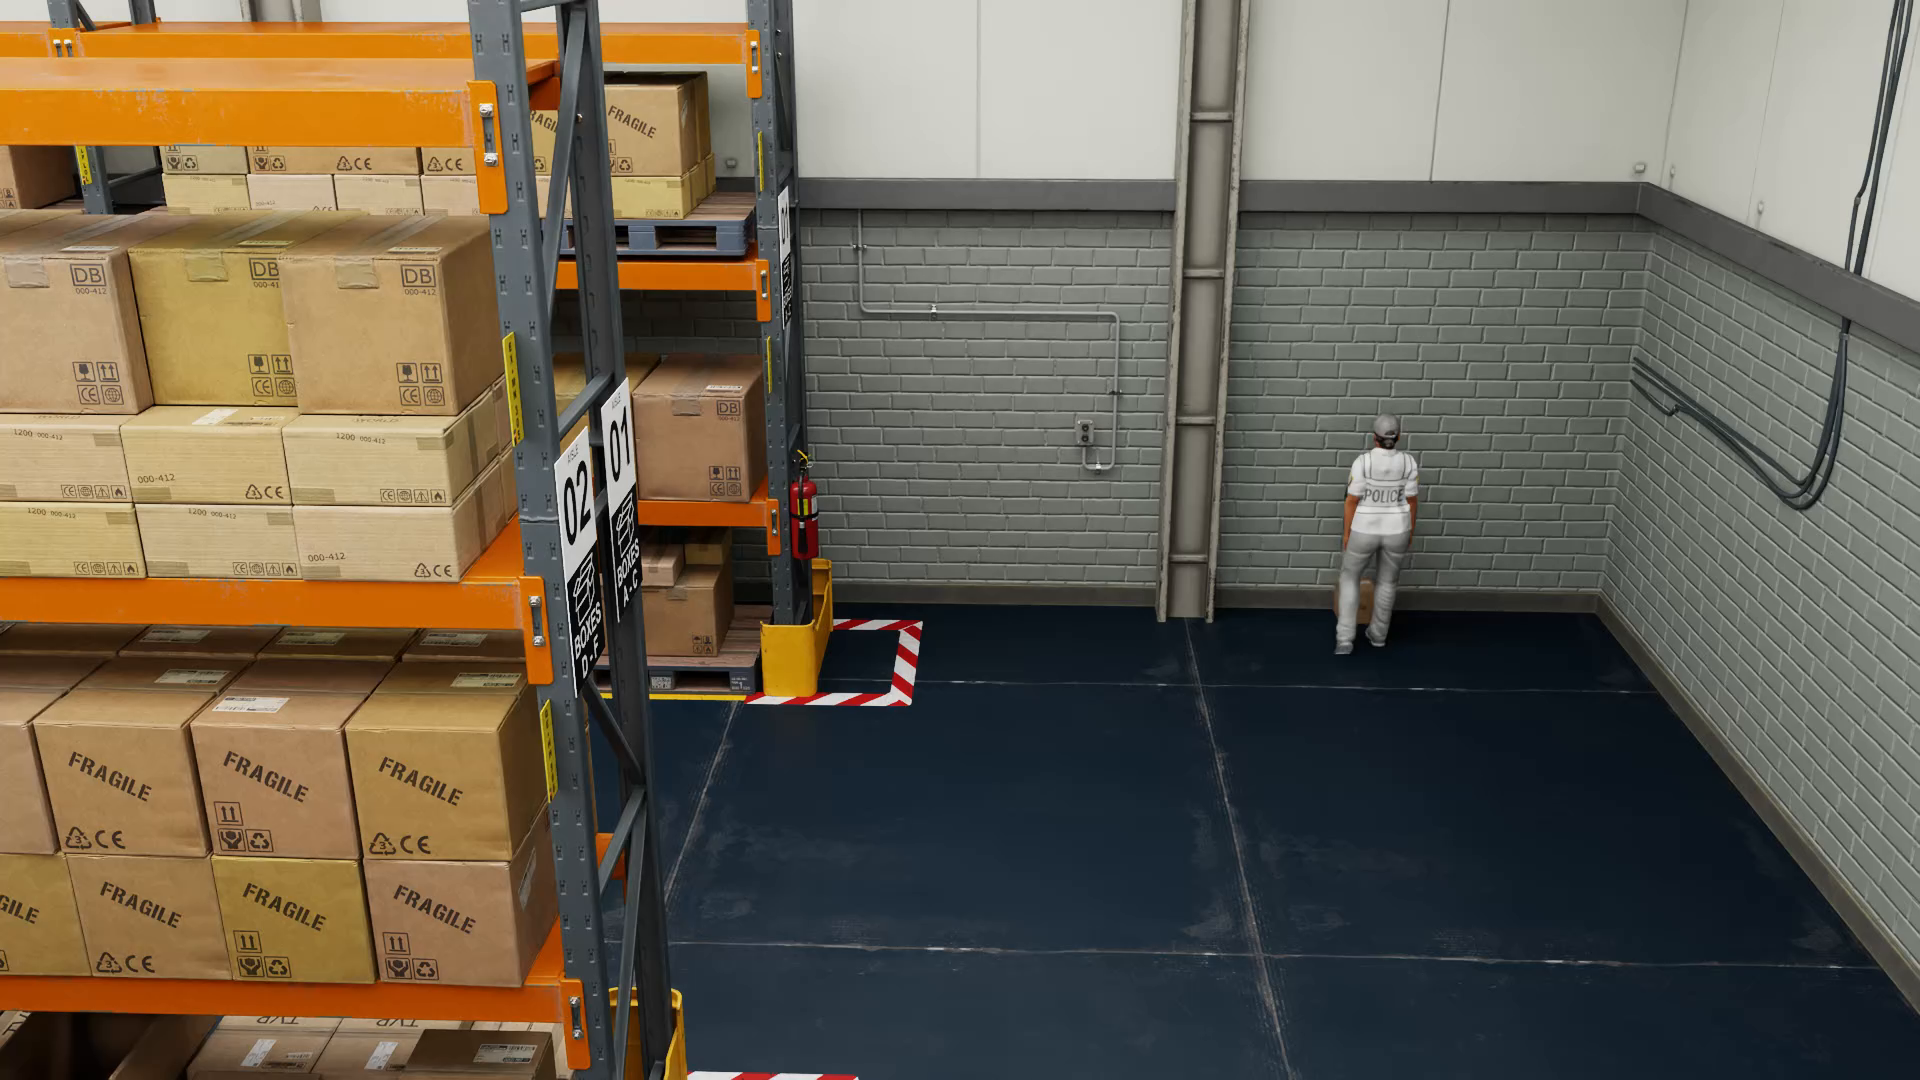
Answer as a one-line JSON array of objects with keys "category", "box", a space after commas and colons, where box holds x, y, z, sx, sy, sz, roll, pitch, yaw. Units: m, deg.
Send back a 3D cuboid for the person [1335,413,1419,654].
[{"category": "person", "box": [2.810, -0.017, 11.217, 0.492, 1.733, 0.474, 1, 21, 2]}]
